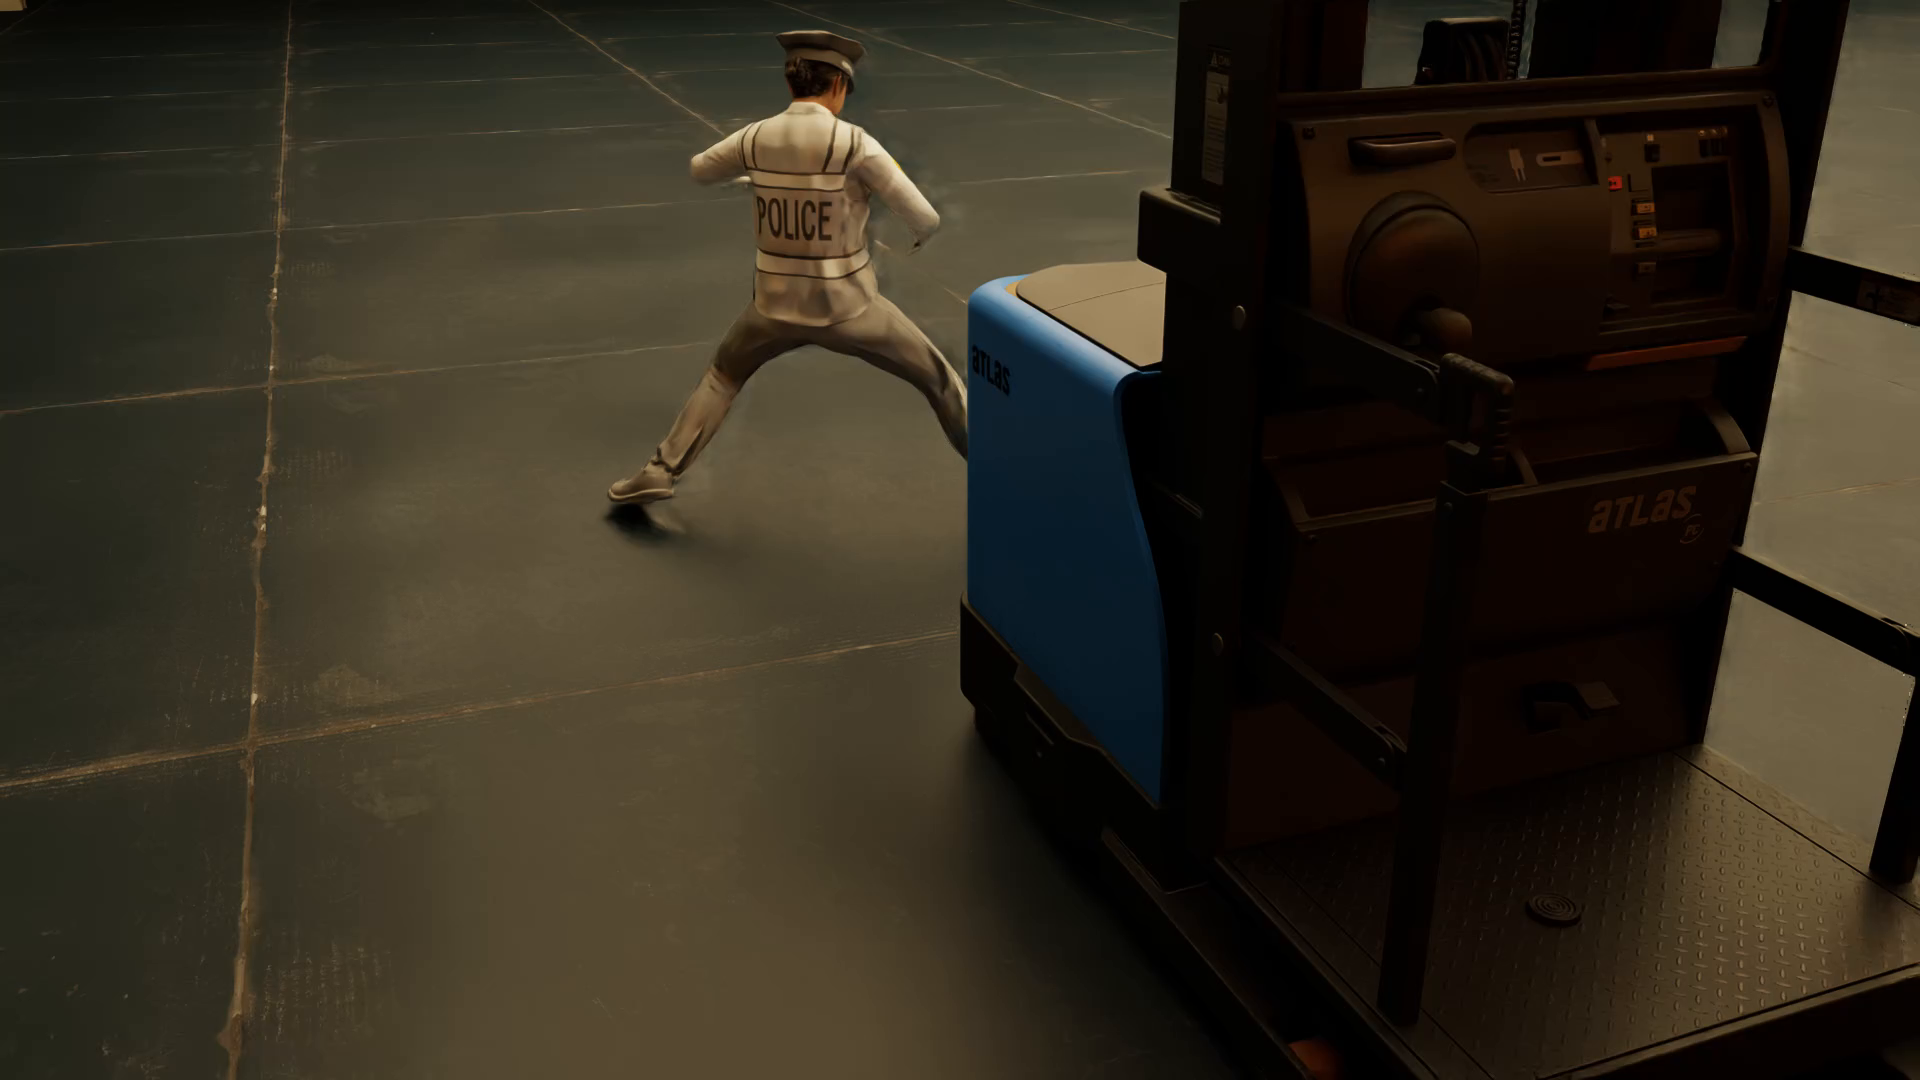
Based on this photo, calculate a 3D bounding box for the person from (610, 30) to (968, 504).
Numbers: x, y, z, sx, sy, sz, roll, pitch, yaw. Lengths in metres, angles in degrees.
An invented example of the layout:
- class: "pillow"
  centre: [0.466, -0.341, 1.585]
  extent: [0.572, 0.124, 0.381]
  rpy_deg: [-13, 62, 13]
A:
- class: "person"
  centre: [-0.434, -0.809, 5.102]
  extent: [1.245, 1.467, 0.779]
  rpy_deg: [8, 24, 18]

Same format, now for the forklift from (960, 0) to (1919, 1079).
- class: "forklift"
  centre: [1.012, -0.479, 2.438]
  extent: [1.130, 2.935, 3.031]
  rpy_deg: [-9, 24, -20]
